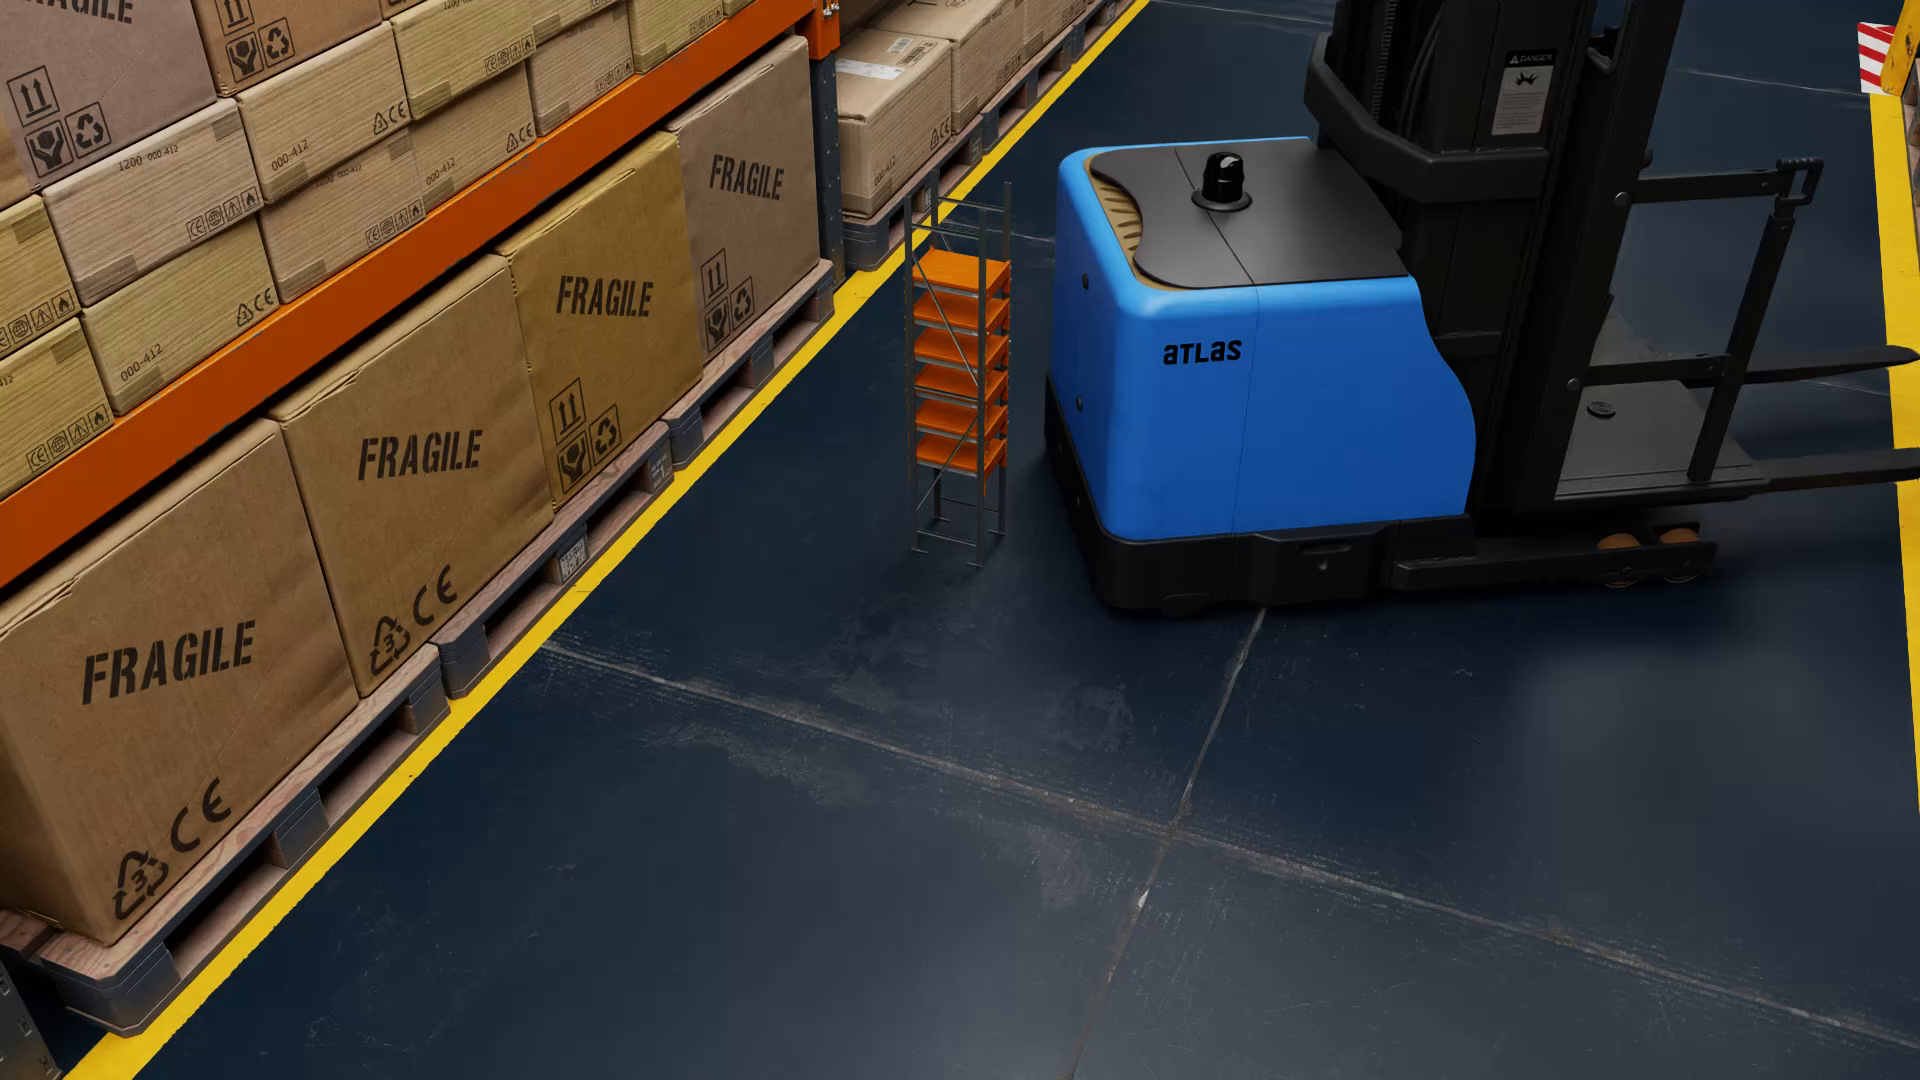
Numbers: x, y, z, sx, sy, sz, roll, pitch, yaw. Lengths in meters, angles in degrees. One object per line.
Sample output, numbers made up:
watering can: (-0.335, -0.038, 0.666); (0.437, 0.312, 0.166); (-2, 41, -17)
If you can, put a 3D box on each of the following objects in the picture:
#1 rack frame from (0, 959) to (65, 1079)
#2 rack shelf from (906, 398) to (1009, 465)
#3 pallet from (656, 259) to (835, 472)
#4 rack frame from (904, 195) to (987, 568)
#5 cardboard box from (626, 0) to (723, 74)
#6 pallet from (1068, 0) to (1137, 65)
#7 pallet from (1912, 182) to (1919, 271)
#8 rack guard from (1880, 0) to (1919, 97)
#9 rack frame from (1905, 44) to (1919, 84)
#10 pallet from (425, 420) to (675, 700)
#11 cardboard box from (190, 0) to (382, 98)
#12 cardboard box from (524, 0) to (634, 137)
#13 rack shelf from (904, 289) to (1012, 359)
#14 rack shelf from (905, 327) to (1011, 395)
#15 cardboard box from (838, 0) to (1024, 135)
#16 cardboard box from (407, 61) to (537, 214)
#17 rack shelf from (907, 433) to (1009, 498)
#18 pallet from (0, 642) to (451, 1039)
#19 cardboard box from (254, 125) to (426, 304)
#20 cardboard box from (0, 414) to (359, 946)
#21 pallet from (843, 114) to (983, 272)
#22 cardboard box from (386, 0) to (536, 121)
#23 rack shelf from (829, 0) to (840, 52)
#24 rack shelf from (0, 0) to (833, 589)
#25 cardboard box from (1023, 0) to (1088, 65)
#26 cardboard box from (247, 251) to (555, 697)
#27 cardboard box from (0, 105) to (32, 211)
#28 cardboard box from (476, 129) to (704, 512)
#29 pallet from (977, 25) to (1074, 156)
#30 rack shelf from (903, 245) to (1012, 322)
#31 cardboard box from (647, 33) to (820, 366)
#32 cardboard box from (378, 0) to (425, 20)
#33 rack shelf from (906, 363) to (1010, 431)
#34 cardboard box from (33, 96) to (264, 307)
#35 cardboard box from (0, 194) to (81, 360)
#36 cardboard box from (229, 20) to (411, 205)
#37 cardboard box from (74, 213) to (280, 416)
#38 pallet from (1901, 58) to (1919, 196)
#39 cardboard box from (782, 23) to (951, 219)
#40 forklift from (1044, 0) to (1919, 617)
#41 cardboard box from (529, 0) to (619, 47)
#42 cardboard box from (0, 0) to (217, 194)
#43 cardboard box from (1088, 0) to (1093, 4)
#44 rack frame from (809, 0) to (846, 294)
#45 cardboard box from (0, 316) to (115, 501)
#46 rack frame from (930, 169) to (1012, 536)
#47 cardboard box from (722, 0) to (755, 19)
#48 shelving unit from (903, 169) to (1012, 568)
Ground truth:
rack frame: (-2.462, -0.100, 2.878); (1.000, 3.000, 0.127); (14, 39, 18)
rack shelf: (-0.006, -0.341, 4.979); (0.258, 0.103, 0.180); (14, 39, 18)
pallet: (-1.164, -0.753, 6.081); (1.003, 0.211, 1.213); (14, 39, 18)
rack frame: (-0.040, -0.422, 4.812); (0.240, 1.200, 0.006); (14, 39, 18)
cardboard box: (-1.072, -1.667, 5.100); (0.500, 0.250, 0.500); (13, 39, 17)
pallet: (0.350, -2.952, 9.023); (1.003, 0.211, 1.213); (14, 39, 18)
pallet: (4.377, -1.127, 6.581); (1.003, 0.211, 1.213); (14, 39, 18)
rack guard: (5.145, -2.357, 7.986); (1.175, 0.500, 0.348); (14, 39, 18)
rack frame: (5.174, -3.400, 7.294); (1.000, 3.000, 0.127); (14, 39, 18)
pallet: (-1.627, -0.075, 5.174); (1.003, 0.211, 1.213); (14, 39, 18)
cardboard box: (-1.657, -1.317, 3.588); (0.500, 0.500, 0.500); (15, 39, 19)
cardboard box: (-1.282, -1.392, 4.732); (0.500, 0.250, 0.500); (13, 39, 17)
rack shelf: (-0.005, -0.629, 4.763); (0.258, 0.103, 0.180); (14, 39, 18)
rack shelf: (-0.005, -0.533, 4.835); (0.258, 0.103, 0.180); (14, 39, 18)
cardboard box: (-0.262, -2.275, 7.578); (0.875, 0.438, 0.875); (13, 39, 16)
cardboard box: (-1.475, -1.105, 4.348); (0.500, 0.250, 0.500); (14, 39, 18)
rack shelf: (-0.006, -0.245, 5.050); (0.258, 0.103, 0.180); (14, 39, 18)
pallet: (-2.092, 0.598, 4.274); (1.003, 0.211, 1.213); (14, 39, 18)
cardboard box: (-1.659, -0.831, 3.981); (0.500, 0.250, 0.500); (15, 39, 19)
cardboard box: (-2.122, 0.220, 3.875); (0.875, 0.875, 0.875); (14, 39, 17)
pallet: (-0.578, -1.601, 7.215); (1.003, 0.211, 1.213); (14, 39, 18)
cardboard box: (-1.437, -1.301, 4.193); (0.500, 0.250, 0.500); (15, 39, 19)
rack shelf: (-0.179, -3.134, 7.538); (1.077, 0.370, 4.000); (14, 39, 18)
rack shelf: (-1.701, -0.919, 4.575); (1.077, 0.370, 4.000); (14, 39, 18)
cardboard box: (0.083, -2.774, 8.245); (0.875, 0.438, 0.875); (15, 39, 19)
cardboard box: (-1.779, -0.273, 4.534); (0.875, 0.875, 0.875); (14, 39, 18)
cardboard box: (-2.048, -0.758, 2.840); (0.500, 0.500, 0.500); (13, 39, 16)
cardboard box: (-1.439, -0.768, 5.196); (0.875, 0.875, 0.875); (15, 39, 19)
pallet: (-0.116, -2.278, 8.122); (1.003, 0.211, 1.213); (14, 39, 18)
rack shelf: (-0.005, -0.725, 4.691); (0.258, 0.103, 0.180); (14, 39, 18)
cardboard box: (-1.102, -1.270, 5.868); (0.875, 0.875, 0.875); (15, 39, 19)
cardboard box: (-1.462, -1.596, 3.961); (0.500, 0.500, 0.500); (14, 39, 18)
rack shelf: (-0.005, -0.437, 4.907); (0.258, 0.103, 0.180); (14, 39, 18)
cardboard box: (-1.843, -0.750, 3.456); (0.500, 0.250, 0.500); (15, 39, 19)
cardboard box: (-2.041, -0.464, 3.073); (0.500, 0.250, 0.500); (14, 39, 17)
cardboard box: (-1.642, -1.023, 3.821); (0.500, 0.250, 0.500); (14, 39, 18)
cardboard box: (-1.864, -0.542, 3.594); (0.500, 0.250, 0.500); (13, 39, 16)
pallet: (4.842, -1.800, 7.482); (1.003, 0.211, 1.213); (14, 39, 18)
cardboard box: (-0.602, -1.780, 6.915); (0.875, 0.438, 0.875); (13, 39, 17)
forklift: (1.842, -1.338, 4.592); (3.031, 2.935, 1.130); (-5, 37, -6)
cardboard box: (-1.258, -1.589, 4.577); (0.500, 0.250, 0.500); (15, 39, 19)
cardboard box: (-1.868, -1.034, 3.210); (0.500, 0.500, 0.500); (14, 39, 18)
cardboard box: (0.423, -3.283, 8.926); (0.875, 0.438, 0.875); (13, 39, 16)
rack frame: (-0.940, -2.314, 5.841); (1.000, 3.000, 0.127); (14, 39, 18)
cardboard box: (-2.043, -0.253, 3.209); (0.500, 0.250, 0.500); (13, 39, 17)
rack frame: (0.029, -0.523, 4.948); (0.240, 1.200, 0.006); (14, 39, 18)
cardboard box: (-0.878, -1.949, 5.477); (0.500, 0.250, 0.500); (13, 39, 17)
shelving unit: (-0.005, -0.473, 4.880); (0.258, 1.200, 0.189); (14, 39, 18)
